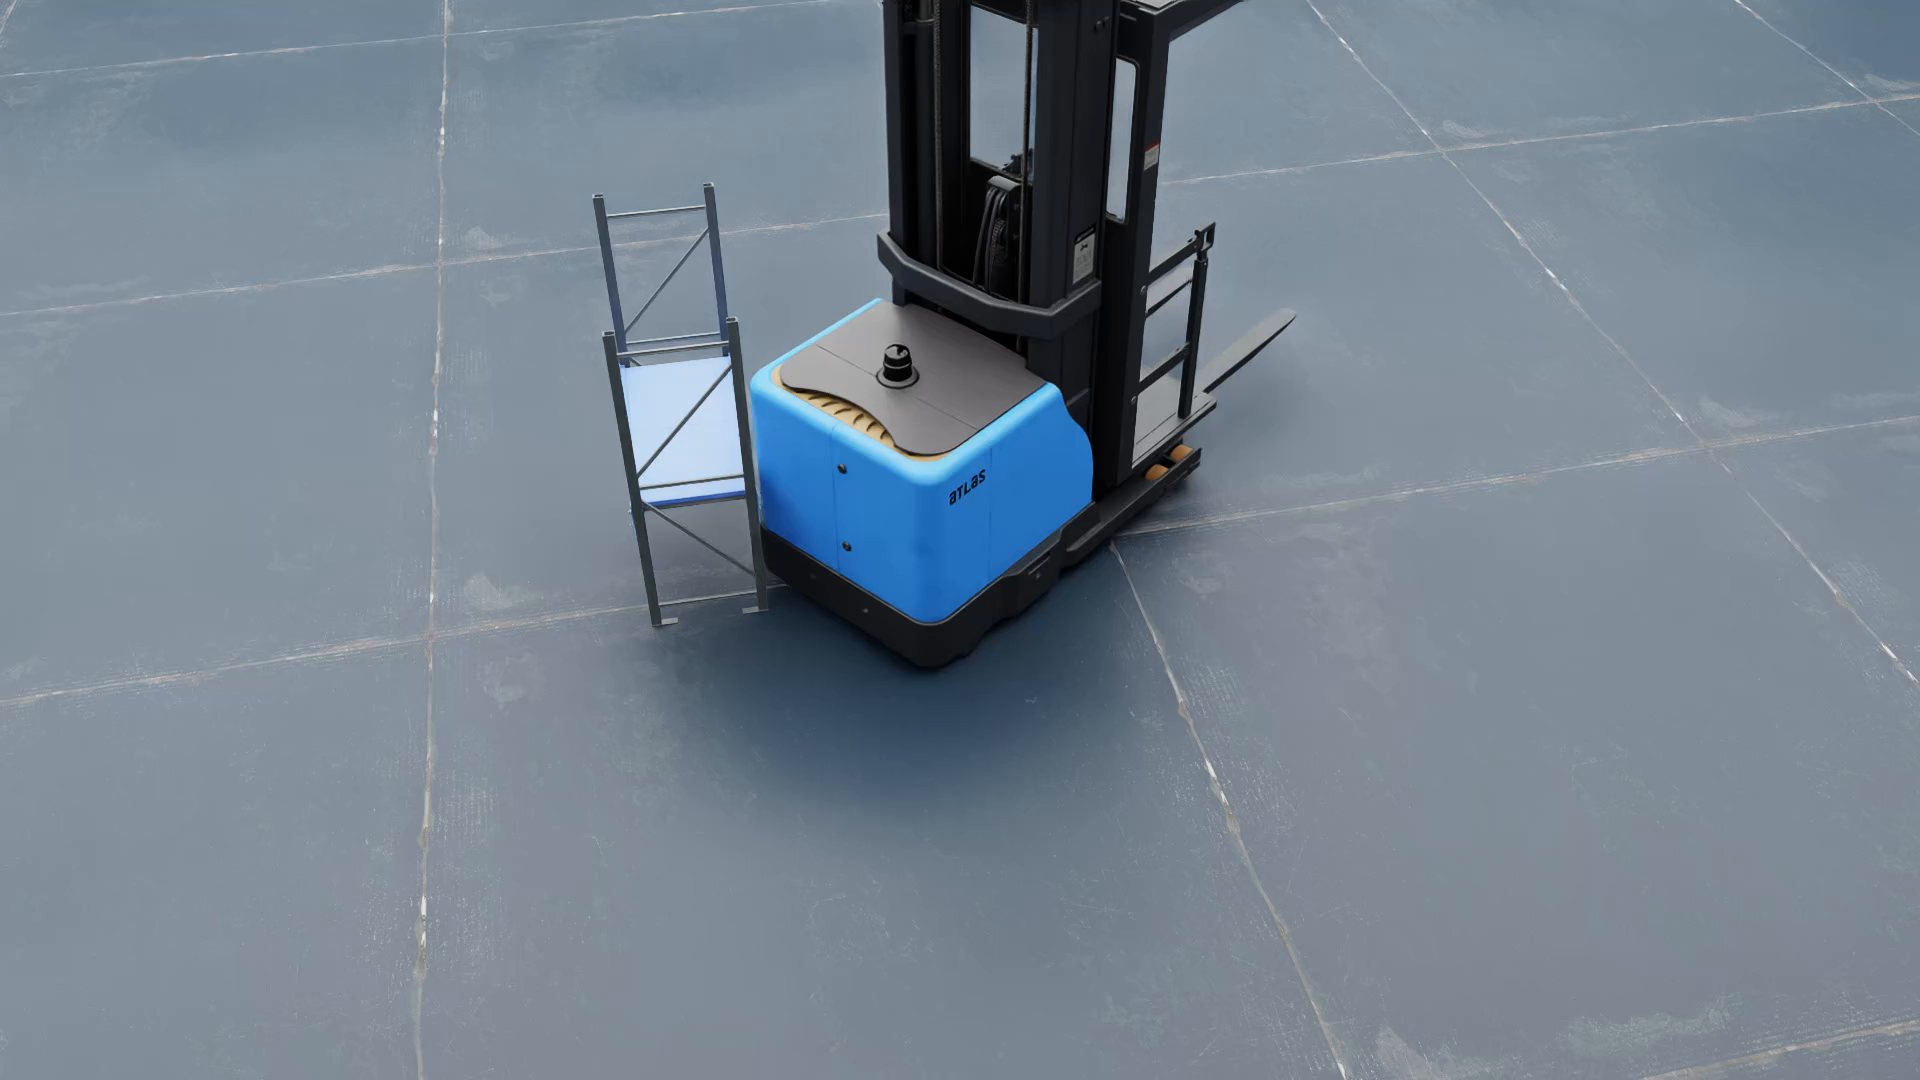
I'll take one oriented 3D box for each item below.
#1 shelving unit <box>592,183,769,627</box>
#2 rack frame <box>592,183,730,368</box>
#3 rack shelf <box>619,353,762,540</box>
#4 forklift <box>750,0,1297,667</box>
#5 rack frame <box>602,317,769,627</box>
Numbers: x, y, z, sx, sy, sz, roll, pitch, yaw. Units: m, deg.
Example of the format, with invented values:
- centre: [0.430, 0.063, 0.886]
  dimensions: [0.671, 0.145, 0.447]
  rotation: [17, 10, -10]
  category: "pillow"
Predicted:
- centre: [-1.174, -0.562, 7.035]
  dimensions: [0.538, 1.500, 1.048]
  rotation: [-8, 42, -8]
  category: "shelving unit"
- centre: [-1.275, -0.892, 7.407]
  dimensions: [0.500, 1.500, 0.032]
  rotation: [-8, 42, -8]
  category: "rack frame"
- centre: [-1.174, -0.427, 7.154]
  dimensions: [0.538, 0.185, 1.000]
  rotation: [-8, 42, -8]
  category: "rack shelf"
- centre: [0.482, -1.479, 6.990]
  dimensions: [1.130, 2.935, 3.031]
  rotation: [30, 50, 29]
  category: "forklift"
- centre: [-1.074, -0.231, 6.662]
  dimensions: [0.500, 1.500, 0.032]
  rotation: [-8, 42, -8]
  category: "rack frame"
